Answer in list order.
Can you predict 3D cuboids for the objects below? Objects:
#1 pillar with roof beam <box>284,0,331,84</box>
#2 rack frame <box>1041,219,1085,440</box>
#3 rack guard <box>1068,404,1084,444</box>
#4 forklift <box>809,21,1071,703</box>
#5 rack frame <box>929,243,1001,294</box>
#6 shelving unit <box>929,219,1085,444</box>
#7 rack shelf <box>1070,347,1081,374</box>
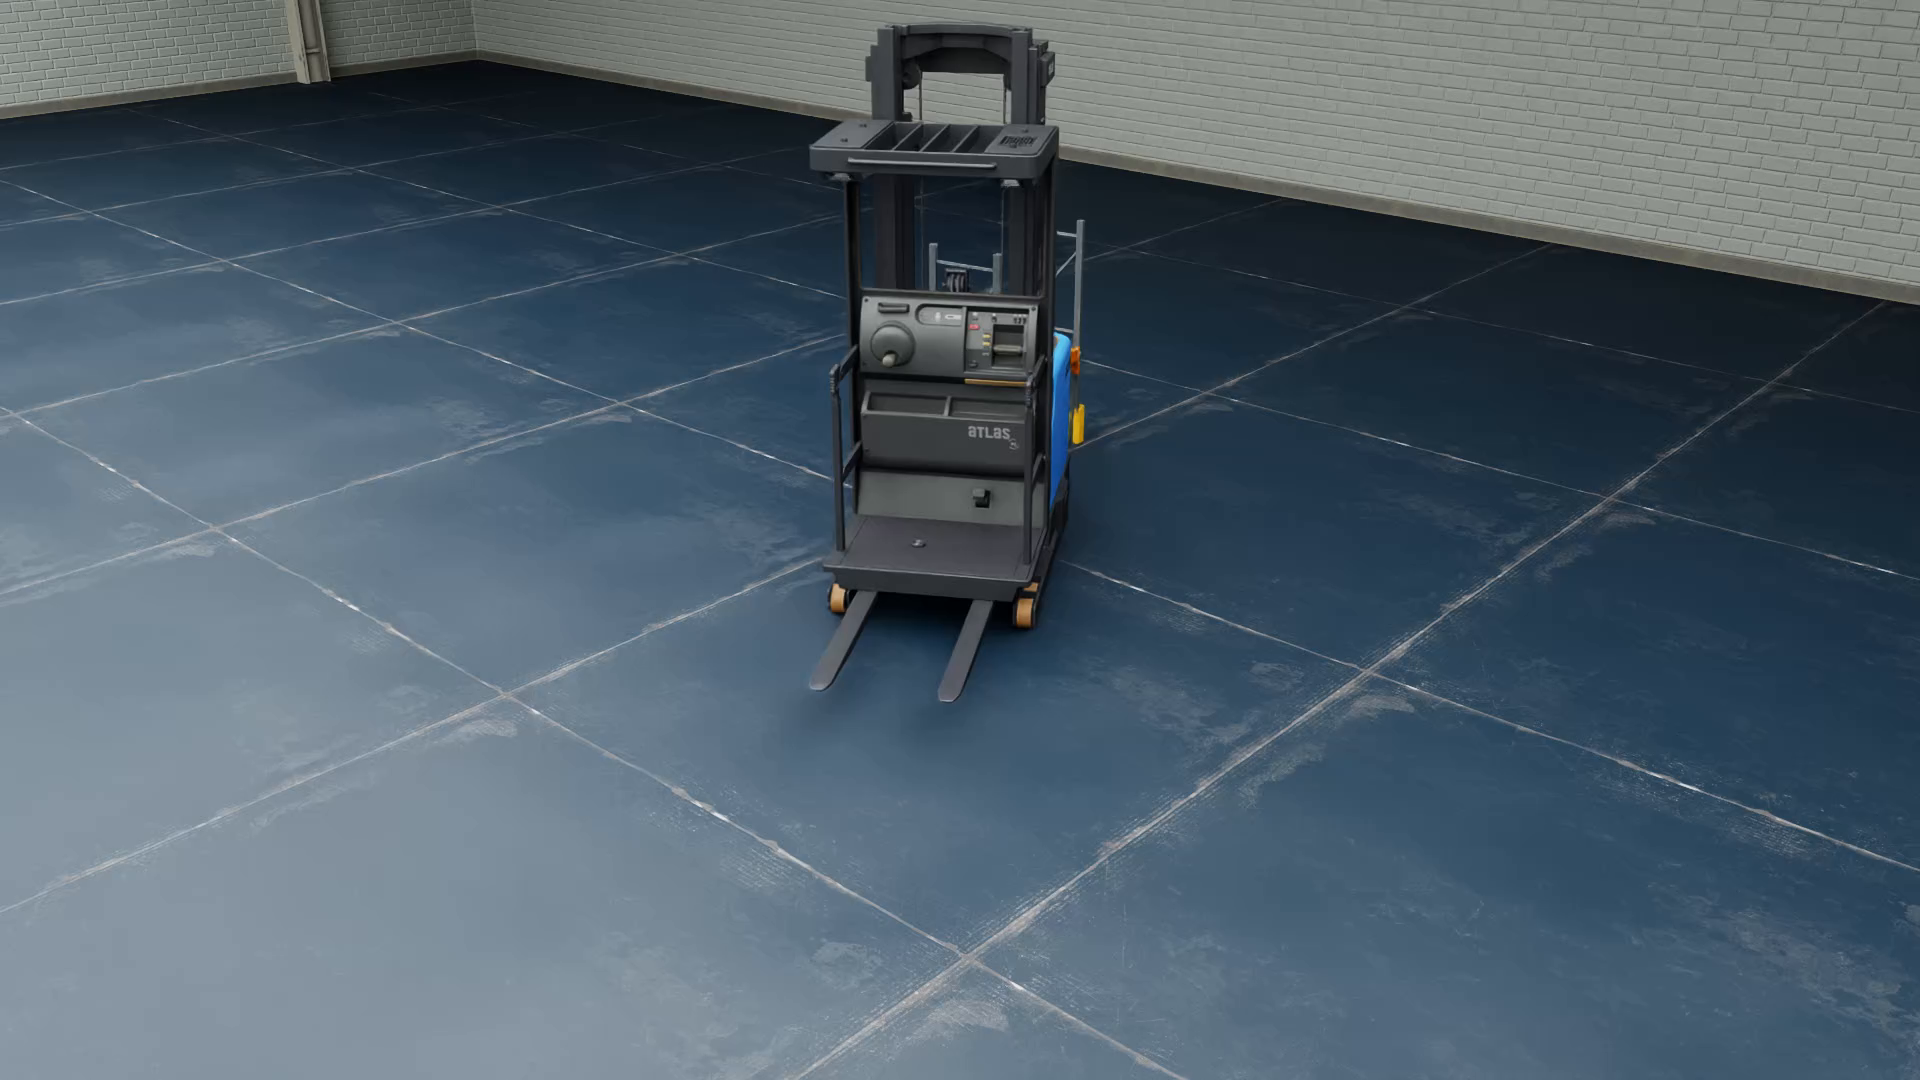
[{"bbox_3d":[-6.638,-9.924,20.885,9.100,9.000,0.400,20,31,38],"label":"pillar with roof beam"},{"bbox_3d":[0.583,-1.415,11.072,0.500,1.500,0.032,15,28,30],"label":"rack frame"},{"bbox_3d":[0.572,-0.838,11.312,0.587,0.250,0.087,15,28,30],"label":"rack guard"},{"bbox_3d":[-0.096,-1.032,8.468,1.130,2.935,3.031,4,24,9],"label":"forklift"},{"bbox_3d":[0.033,-1.065,10.292,0.500,1.500,0.032,15,28,30],"label":"rack frame"},{"bbox_3d":[0.303,-1.237,10.675,0.587,1.500,1.083,15,28,30],"label":"shelving unit"},{"bbox_3d":[0.308,-1.076,10.755,0.538,0.185,1.000,15,28,30],"label":"rack shelf"}]
